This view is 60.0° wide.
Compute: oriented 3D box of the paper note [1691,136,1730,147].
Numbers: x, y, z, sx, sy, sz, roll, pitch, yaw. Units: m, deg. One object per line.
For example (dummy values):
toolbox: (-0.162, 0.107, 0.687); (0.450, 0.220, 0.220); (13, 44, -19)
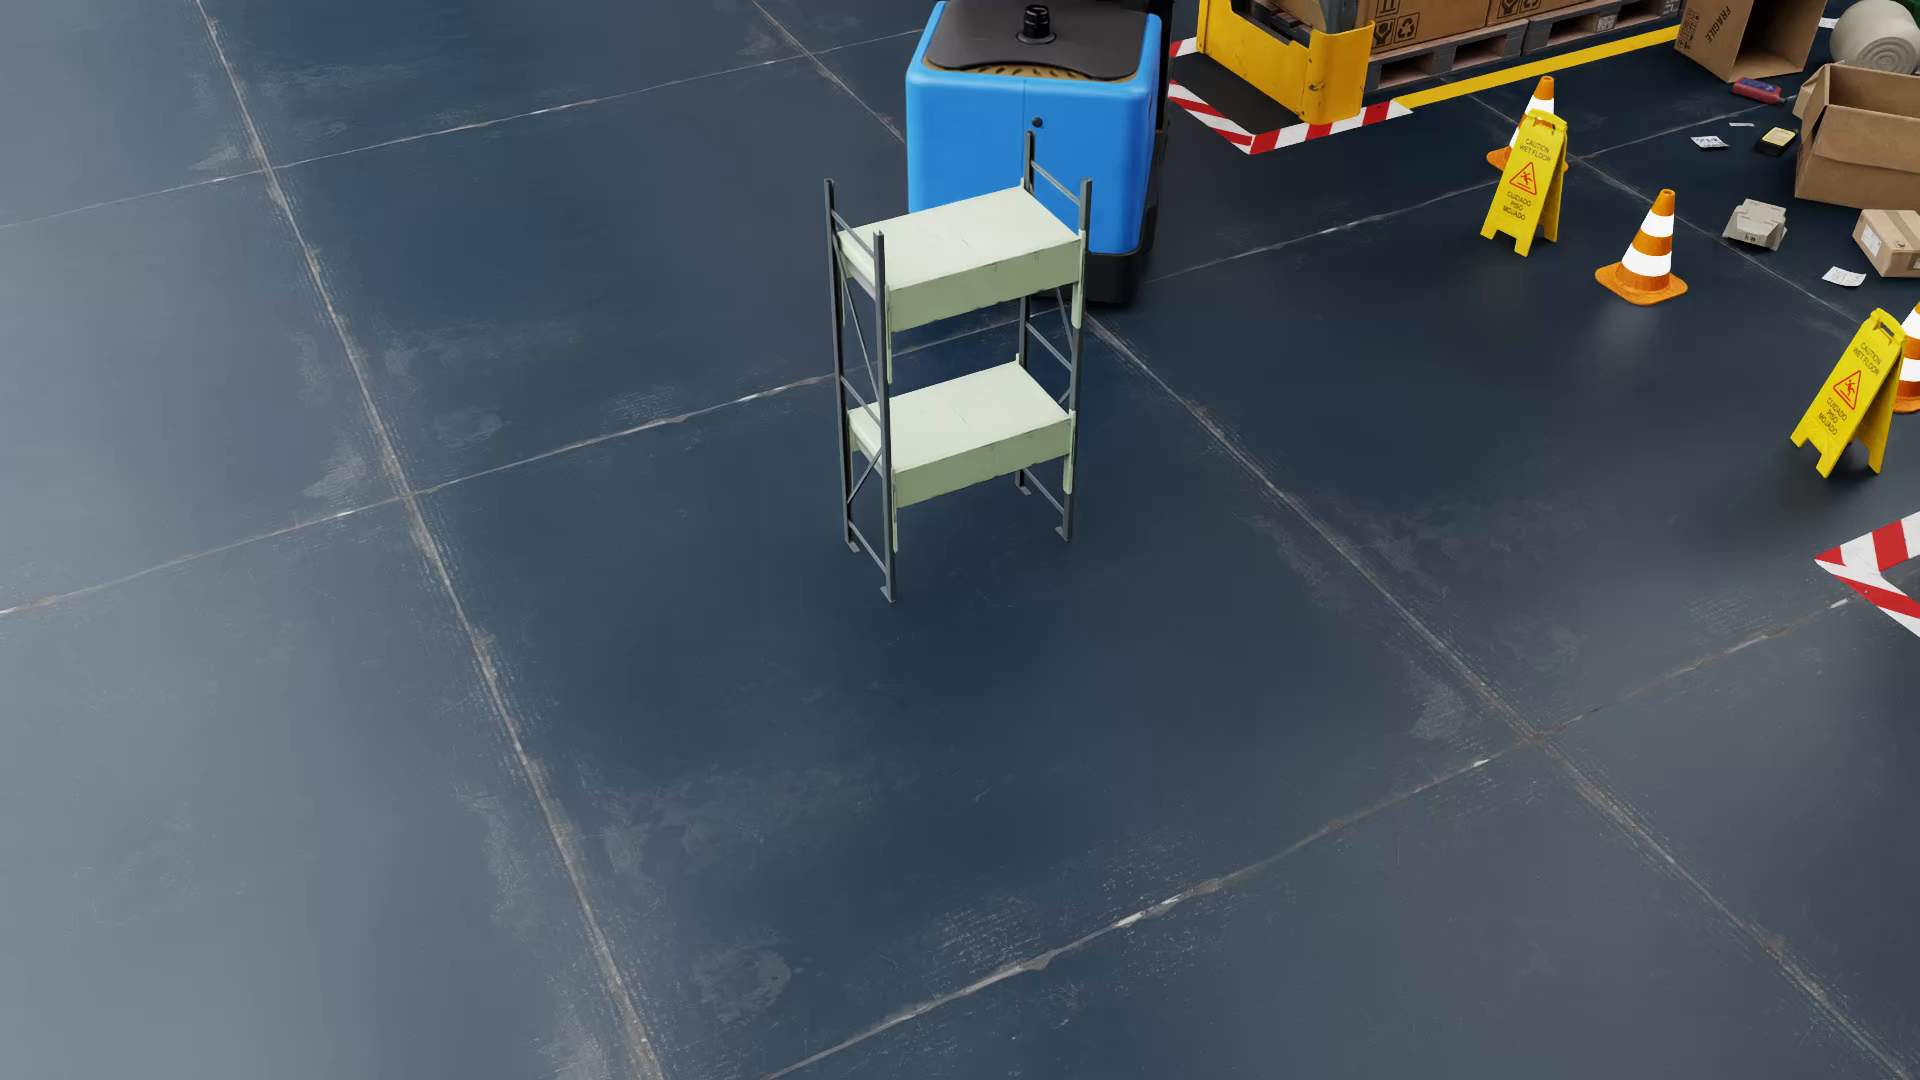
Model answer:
paper note: (3.920, -2.081, 8.686); (0.142, 0.017, 0.144); (-5, 40, -6)

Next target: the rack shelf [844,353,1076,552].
rack shelf: (-0.006, -0.322, 5.974); (0.720, 0.370, 0.431); (-19, 44, -21)

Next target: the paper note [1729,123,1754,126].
paper note: (4.163, -2.212, 8.855); (0.123, 0.001, 0.032); (2, 40, 2)

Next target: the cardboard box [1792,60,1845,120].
cardboard box: (4.656, -2.314, 8.778); (0.258, 0.266, 0.396); (-12, 42, -13)

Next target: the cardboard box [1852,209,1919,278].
cardboard box: (4.387, -1.386, 7.772); (0.250, 0.149, 0.380); (2, 40, 2)

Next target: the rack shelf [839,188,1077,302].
rack shelf: (-0.006, -0.943, 5.448); (0.686, 0.124, 0.368); (-19, 44, -21)

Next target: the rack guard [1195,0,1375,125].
rack guard: (1.761, -2.771, 9.136); (0.348, 0.500, 1.175); (-19, 44, -21)

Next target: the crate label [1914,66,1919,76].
crate label: (5.477, -2.715, 9.352); (0.298, 0.136, 0.250); (15, 42, 17)

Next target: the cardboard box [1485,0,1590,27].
cardboard box: (3.132, -3.585, 9.483); (0.875, 0.875, 0.875); (-19, 44, -21)

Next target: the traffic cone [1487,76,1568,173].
traffic cone: (2.909, -2.108, 8.383); (0.334, 0.463, 0.336); (-19, 44, -21)

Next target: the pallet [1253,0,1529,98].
pallet: (2.455, -2.951, 9.573); (1.213, 0.211, 1.003); (-19, 44, -21)

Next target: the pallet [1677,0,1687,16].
pallet: (4.619, -3.679, 10.433); (1.213, 0.211, 1.003); (-19, 44, -21)

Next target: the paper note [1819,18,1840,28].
paper note: (5.152, -3.073, 9.856); (0.147, 0.020, 0.142); (15, 42, 17)

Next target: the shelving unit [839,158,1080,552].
shelving unit: (-0.001, -0.572, 5.765); (0.731, 1.308, 0.431); (-19, 44, -21)

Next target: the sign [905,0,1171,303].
sign: (0.409, -2.717, 7.272); (2.025, 2.768, 2.177); (-19, 44, -21)

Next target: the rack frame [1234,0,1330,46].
rack frame: (1.780, -3.734, 8.339); (0.053, 2.616, 0.949); (-19, 44, -21)

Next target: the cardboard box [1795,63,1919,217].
cardboard box: (4.547, -1.948, 8.161); (0.797, 0.503, 0.637); (15, 42, 17)

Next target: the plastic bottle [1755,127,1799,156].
plastic bottle: (4.269, -2.091, 8.673); (0.133, 0.061, 0.283); (31, 49, 31)

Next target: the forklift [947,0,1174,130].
forklift: (0.506, -3.126, 7.674); (1.121, 2.935, 3.031); (6, 41, 7)

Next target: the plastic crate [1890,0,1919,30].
plastic crate: (5.781, -3.072, 9.689); (0.662, 0.188, 0.450); (2, 30, 2)

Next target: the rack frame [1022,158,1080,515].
rack frame: (0.319, -0.679, 5.891); (0.010, 1.308, 0.380); (-19, 44, -21)
